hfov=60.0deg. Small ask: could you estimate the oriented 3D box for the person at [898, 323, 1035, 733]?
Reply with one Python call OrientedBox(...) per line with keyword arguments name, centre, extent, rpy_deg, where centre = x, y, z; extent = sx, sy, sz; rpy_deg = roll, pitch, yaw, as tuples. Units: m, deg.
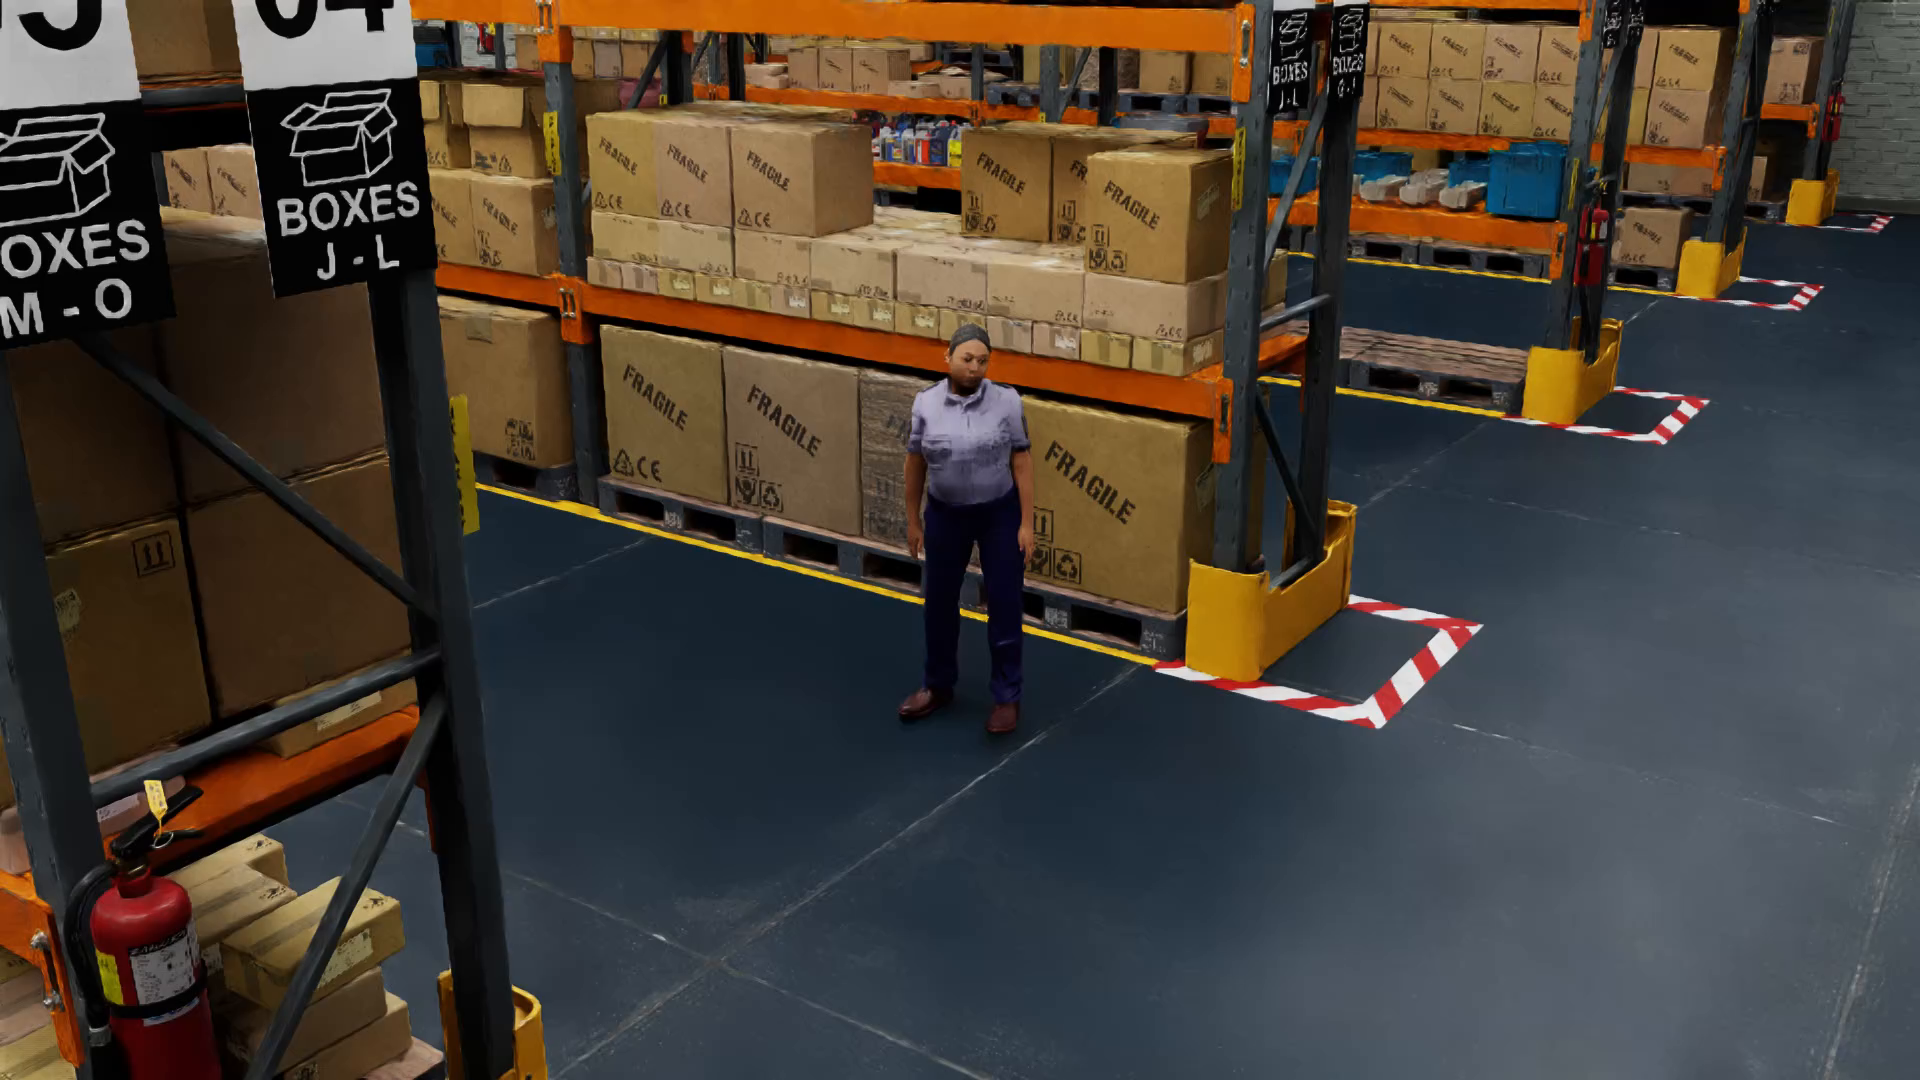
OrientedBox(name="person", centre=(0.022, -0.037, 6.636), extent=(0.565, 1.651, 0.451), rpy_deg=(3, 20, 8))
